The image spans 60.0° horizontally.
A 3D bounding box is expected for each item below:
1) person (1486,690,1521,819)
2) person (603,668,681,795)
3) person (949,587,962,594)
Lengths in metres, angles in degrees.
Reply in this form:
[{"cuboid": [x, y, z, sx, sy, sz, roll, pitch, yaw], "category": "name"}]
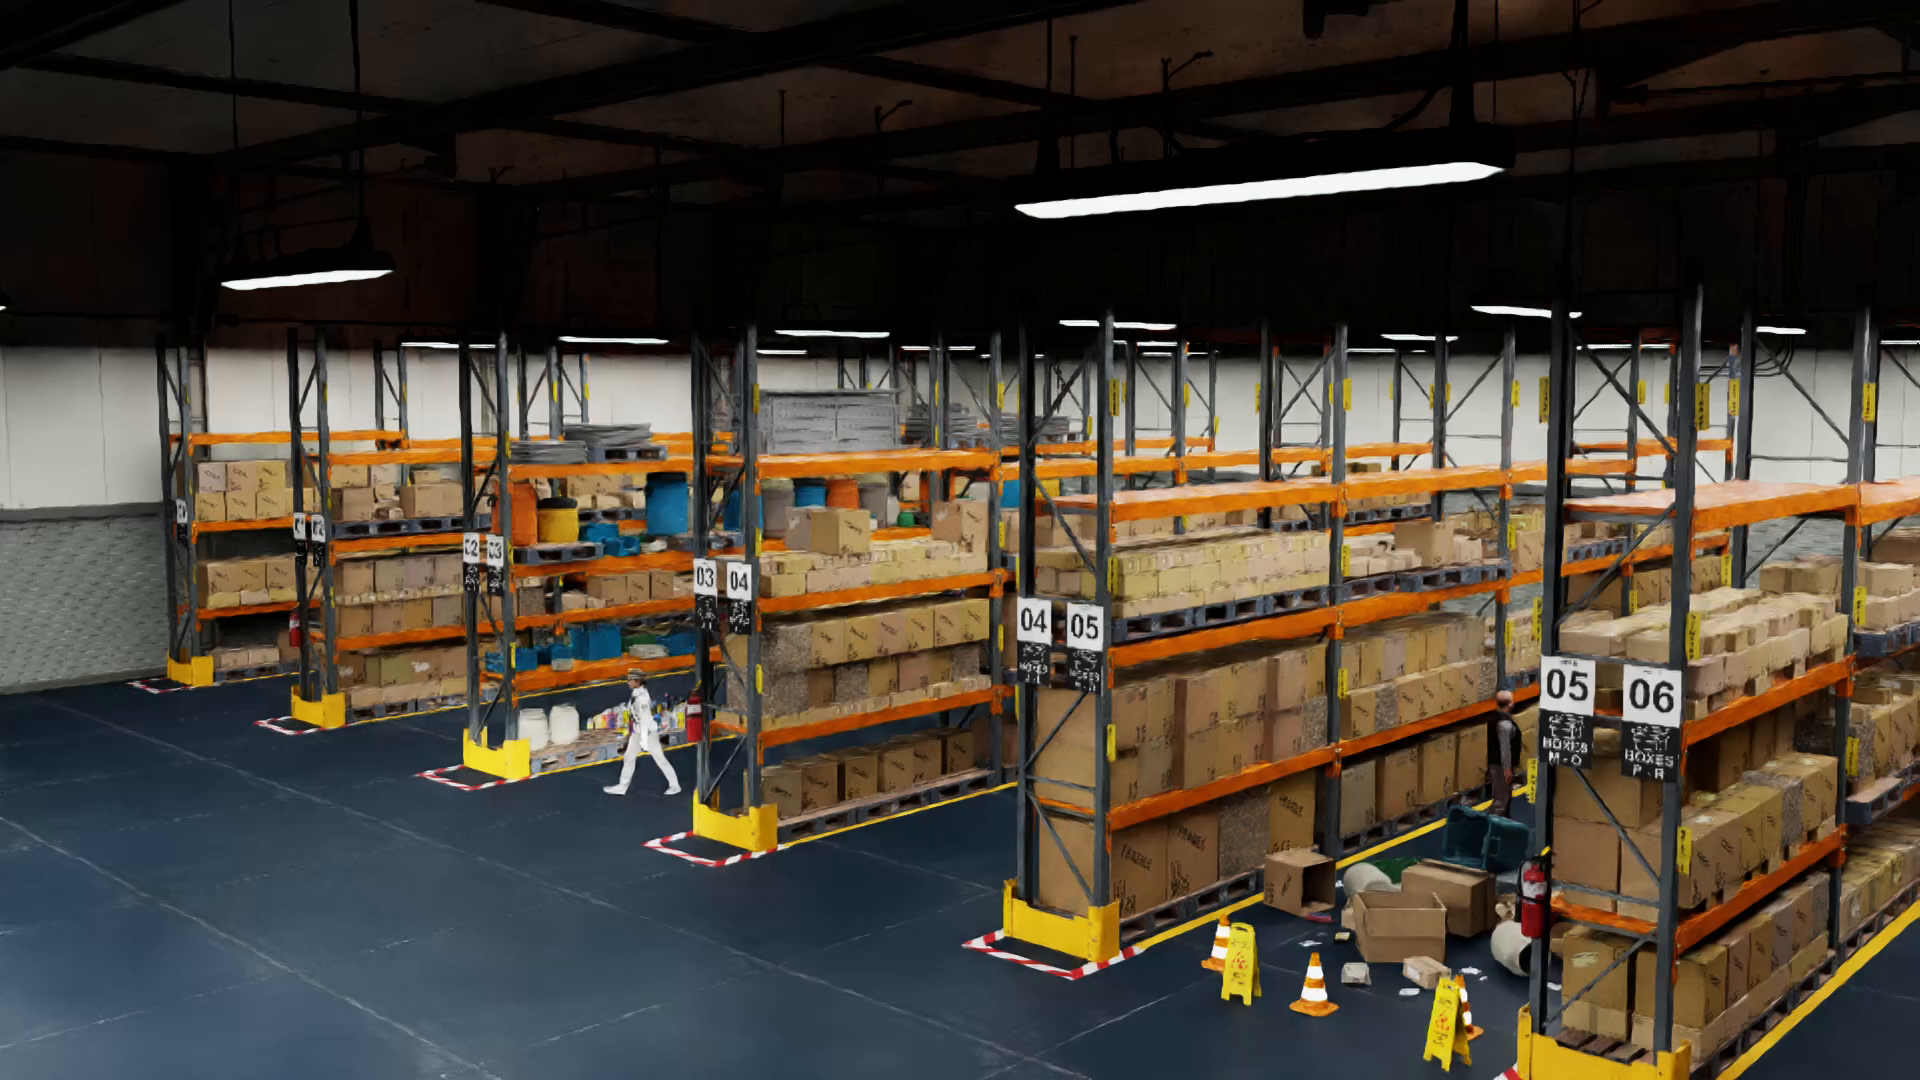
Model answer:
[{"cuboid": [6.139, 2.542, 18.658, 0.450, 1.727, 0.584, 1, 5, 12], "category": "person"}, {"cuboid": [-3.977, 2.398, 20.806, 0.925, 1.622, 0.525, -2, 6, -23], "category": "person"}, {"cuboid": [-0.098, 1.259, 32.898, 0.461, 1.626, 0.999, 5, 7, 42], "category": "person"}]
